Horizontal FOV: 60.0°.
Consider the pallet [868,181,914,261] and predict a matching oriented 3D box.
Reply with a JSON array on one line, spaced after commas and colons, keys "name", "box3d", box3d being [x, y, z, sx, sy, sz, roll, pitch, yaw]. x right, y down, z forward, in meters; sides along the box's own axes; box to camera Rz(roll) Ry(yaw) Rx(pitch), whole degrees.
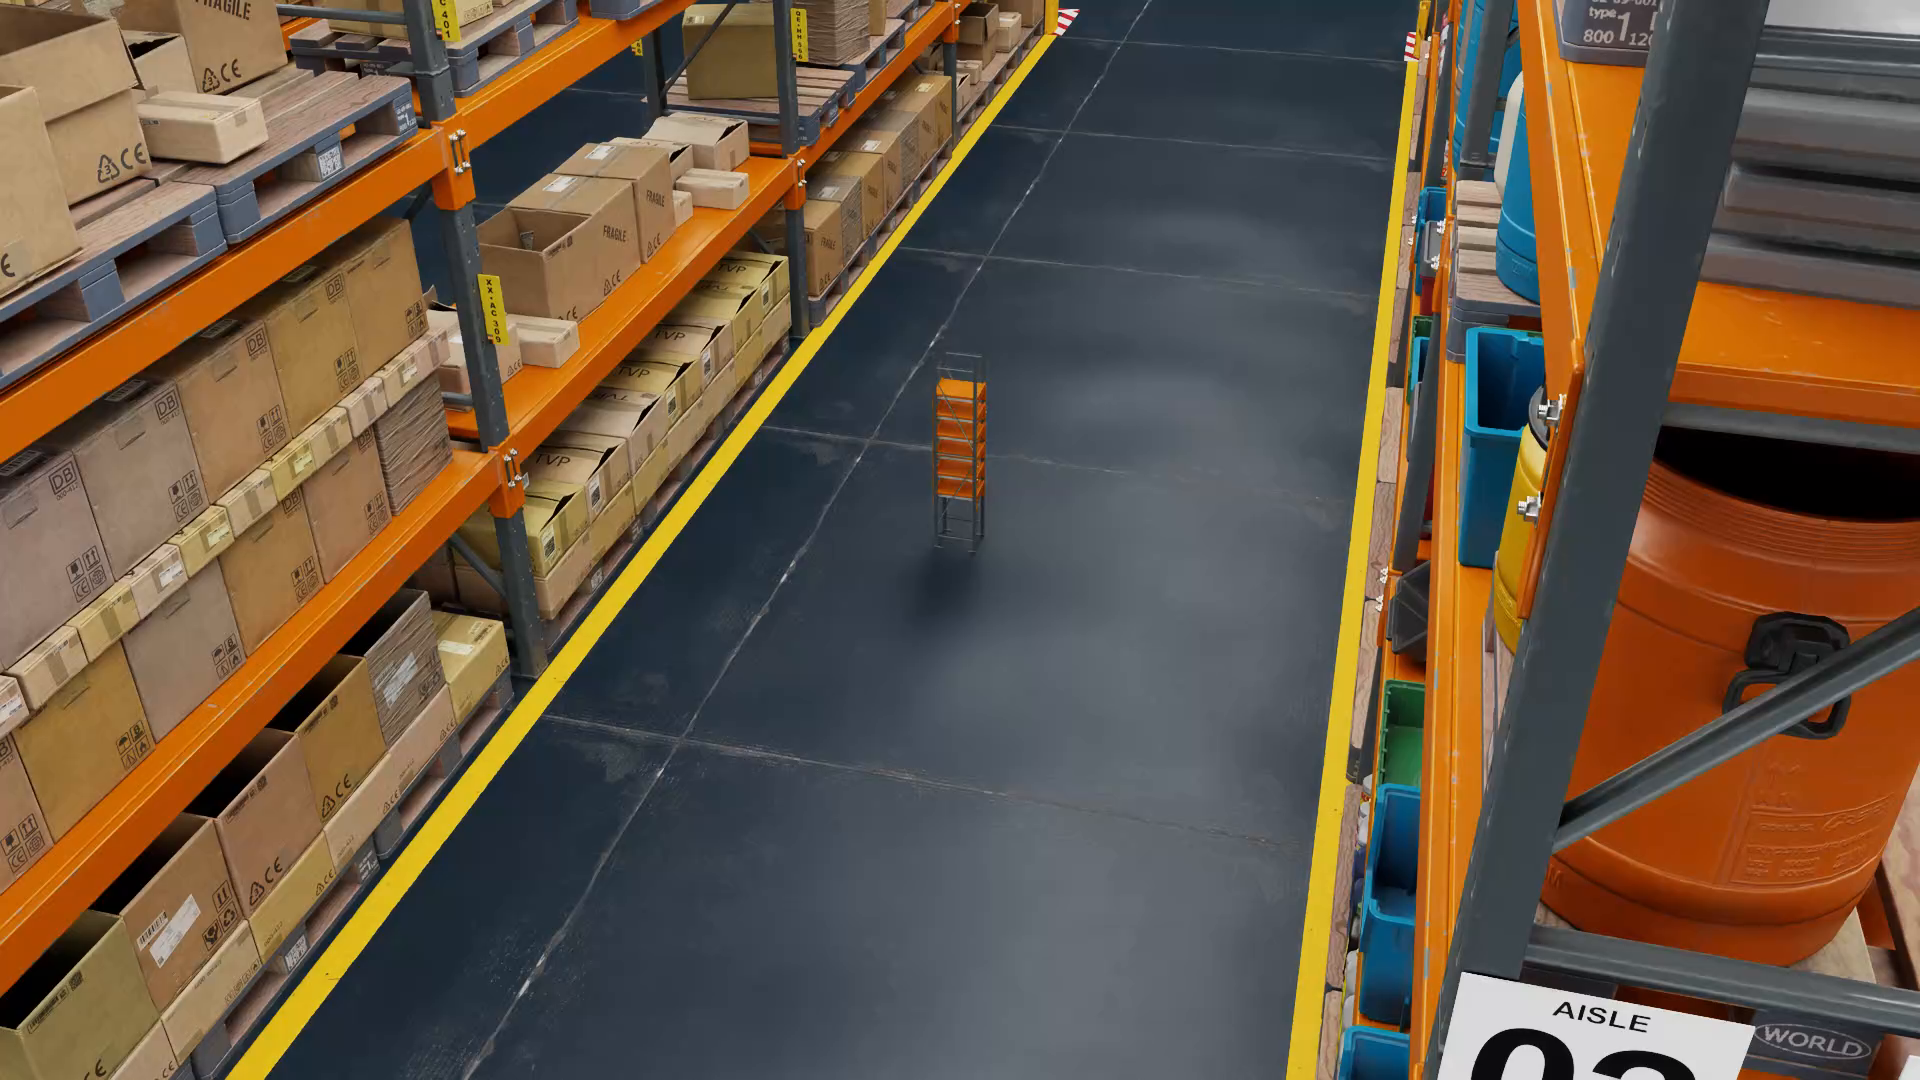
[{"name": "pallet", "box3d": [-1.005, -2.583, 13.187, 1.003, 0.211, 1.213, 8, 33, 12]}]

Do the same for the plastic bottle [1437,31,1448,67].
[{"name": "plastic bottle", "box3d": [3.628, -3.657, 12.396, 0.097, 0.271, 0.097, 0, 32, 0]}]

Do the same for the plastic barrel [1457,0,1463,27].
[{"name": "plastic barrel", "box3d": [2.663, -2.781, 7.703, 0.600, 0.830, 0.708, 8, 33, 12]}]

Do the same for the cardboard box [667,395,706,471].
[{"name": "cardboard box", "box3d": [-1.826, -0.661, 9.736, 0.500, 0.250, 0.500, 9, 33, 13]}]

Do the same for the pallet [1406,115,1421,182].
[{"name": "pallet", "box3d": [4.412, -3.356, 14.402, 1.003, 0.211, 1.213, 8, 33, 12]}]

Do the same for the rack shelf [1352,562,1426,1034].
[{"name": "rack shelf", "box3d": [1.725, 1.347, 5.076, 1.077, 0.370, 4.000, 8, 33, 12]}]

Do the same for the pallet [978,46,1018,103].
[{"name": "pallet", "box3d": [-0.045, -4.637, 16.417, 1.003, 0.211, 1.213, 8, 33, 12]}]

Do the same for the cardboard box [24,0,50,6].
[{"name": "cardboard box", "box3d": [-6.394, -3.738, 11.295, 0.380, 0.149, 0.250, 4, 33, 6]}]

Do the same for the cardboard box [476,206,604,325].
[{"name": "cardboard box", "box3d": [-2.214, -1.383, 8.606, 0.500, 0.500, 0.500, 10, 34, 16]}]

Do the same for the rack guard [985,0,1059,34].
[{"name": "rack guard", "box3d": [0.468, -5.804, 17.983, 1.175, 0.500, 0.348, 8, 33, 12]}]

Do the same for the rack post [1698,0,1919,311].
[{"name": "rack post", "box3d": [1.532, -0.615, 2.365, 0.937, 0.300, 0.954, 12, 34, 18]}]

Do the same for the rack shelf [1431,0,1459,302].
[{"name": "rack shelf", "box3d": [2.740, -1.995, 7.536, 1.077, 0.370, 4.000, 8, 33, 12]}]

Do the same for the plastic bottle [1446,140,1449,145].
[{"name": "plastic bottle", "box3d": [3.068, -2.482, 10.613, 0.097, 0.201, 0.097, 0, 32, 0]}]

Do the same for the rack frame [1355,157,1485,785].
[{"name": "rack frame", "box3d": [2.232, 0.005, 6.515, 1.000, 3.000, 0.127, 8, 33, 12]}]

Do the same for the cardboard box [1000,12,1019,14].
[{"name": "cardboard box", "box3d": [0.398, -5.374, 17.209, 0.380, 0.166, 0.250, 8, 33, 12]}]

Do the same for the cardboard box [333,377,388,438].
[{"name": "cardboard box", "box3d": [-2.549, -0.552, 6.695, 0.380, 0.149, 0.250, 7, 33, 11]}]

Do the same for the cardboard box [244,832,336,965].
[{"name": "cardboard box", "box3d": [-2.840, 1.362, 6.553, 0.500, 0.250, 0.500, 8, 33, 12]}]

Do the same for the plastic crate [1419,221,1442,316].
[{"name": "plastic crate", "box3d": [2.541, -1.300, 8.510, 0.402, 0.464, 0.583, 8, 33, 12]}]

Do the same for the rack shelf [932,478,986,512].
[{"name": "rack shelf", "box3d": [-0.004, -0.259, 9.139, 0.258, 0.103, 0.180, 8, 33, 12]}]

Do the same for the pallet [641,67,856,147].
[{"name": "pallet", "box3d": [-1.439, -3.027, 11.464, 1.213, 0.211, 1.003, 8, 33, 12]}]

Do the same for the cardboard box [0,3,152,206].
[{"name": "cardboard box", "box3d": [-3.098, -1.379, 5.279, 0.797, 0.503, 0.637, 12, 34, 18]}]

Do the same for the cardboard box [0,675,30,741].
[{"name": "cardboard box", "box3d": [-3.070, 0.517, 5.012, 0.380, 0.149, 0.250, 8, 33, 12]}]

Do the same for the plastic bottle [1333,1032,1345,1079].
[{"name": "plastic bottle", "box3d": [1.385, 1.833, 5.769, 0.152, 0.276, 0.135, 7, 33, 11]}]

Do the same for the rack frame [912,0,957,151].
[{"name": "rack frame", "box3d": [-0.528, -4.822, 14.109, 1.000, 3.000, 0.127, 8, 33, 12]}]

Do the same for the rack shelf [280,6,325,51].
[{"name": "rack shelf", "box3d": [-5.828, -4.153, 13.728, 1.077, 0.370, 4.000, 8, 33, 12]}]

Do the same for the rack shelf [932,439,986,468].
[{"name": "rack shelf", "box3d": [-0.004, -0.461, 9.010, 0.258, 0.103, 0.180, 8, 33, 12]}]

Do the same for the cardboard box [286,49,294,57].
[{"name": "cardboard box", "box3d": [-5.582, -3.948, 14.347, 0.750, 0.750, 0.750, 9, 34, 14]}]

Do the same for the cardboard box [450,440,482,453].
[{"name": "cardboard box", "box3d": [-2.607, -0.444, 8.872, 0.500, 0.311, 0.500, 9, 34, 14]}]

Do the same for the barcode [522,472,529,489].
[{"name": "barcode", "box3d": [-2.091, -0.283, 7.993, 0.001, 0.075, 0.075, 8, 33, 12]}]

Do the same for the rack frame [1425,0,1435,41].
[{"name": "rack frame", "box3d": [5.278, -6.222, 16.311, 1.000, 3.000, 0.127, 8, 33, 12]}]

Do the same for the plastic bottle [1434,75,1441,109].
[{"name": "plastic bottle", "box3d": [3.389, -3.153, 11.529, 0.144, 0.351, 0.185, 8, 33, 12]}]

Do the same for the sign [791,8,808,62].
[{"name": "sign", "box3d": [-1.005, -3.161, 10.417, 0.100, 0.325, 0.005, 8, 33, 12]}]

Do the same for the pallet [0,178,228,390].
[{"name": "pallet", "box3d": [-3.061, -0.822, 5.104, 1.003, 0.211, 1.213, 8, 33, 12]}]

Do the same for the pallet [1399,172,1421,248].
[{"name": "pallet", "box3d": [4.026, -2.574, 13.173, 1.003, 0.211, 1.213, 8, 33, 12]}]

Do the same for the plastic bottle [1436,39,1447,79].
[{"name": "plastic bottle", "box3d": [3.531, -3.504, 12.144, 0.061, 0.283, 0.133, 8, 33, 12]}]

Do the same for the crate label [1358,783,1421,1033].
[{"name": "crate label", "box3d": [1.423, 1.074, 4.801, 0.502, 0.435, 0.616, 8, 33, 12]}]

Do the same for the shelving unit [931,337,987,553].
[{"name": "shelving unit", "box3d": [-0.004, -0.499, 8.986, 0.258, 1.200, 0.189, 8, 33, 12]}]

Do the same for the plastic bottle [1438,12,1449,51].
[{"name": "plastic bottle", "box3d": [3.723, -3.895, 12.760, 0.061, 0.283, 0.133, 8, 33, 12]}]

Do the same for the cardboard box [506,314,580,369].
[{"name": "cardboard box", "box3d": [-2.135, -0.997, 8.326, 0.380, 0.149, 0.250, 8, 33, 12]}]

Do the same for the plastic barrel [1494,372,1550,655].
[{"name": "plastic barrel", "box3d": [1.384, -0.050, 3.240, 0.600, 0.588, 0.600, 0, 32, 0]}]

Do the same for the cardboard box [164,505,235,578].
[{"name": "cardboard box", "box3d": [-2.808, -0.020, 5.857, 0.380, 0.149, 0.250, 9, 34, 14]}]

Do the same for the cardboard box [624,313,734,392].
[{"name": "cardboard box", "box3d": [-1.694, -1.163, 10.001, 0.500, 0.311, 0.500, 8, 33, 12]}]

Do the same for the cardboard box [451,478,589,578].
[{"name": "cardboard box", "box3d": [-2.212, -0.105, 8.338, 0.500, 0.311, 0.500, 8, 33, 13]}]

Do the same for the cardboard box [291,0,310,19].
[{"name": "cardboard box", "box3d": [-5.576, -4.394, 13.651, 0.380, 0.149, 0.250, 9, 34, 14]}]

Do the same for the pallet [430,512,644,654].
[{"name": "pallet", "box3d": [-2.409, 0.118, 8.937, 1.003, 0.211, 1.213, 8, 33, 12]}]

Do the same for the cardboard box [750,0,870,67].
[{"name": "cardboard box", "box3d": [-1.075, -3.757, 11.949, 0.700, 0.500, 0.500, 14, 35, 21]}]

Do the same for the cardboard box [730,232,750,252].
[{"name": "cardboard box", "box3d": [-1.533, -2.395, 12.211, 0.500, 0.500, 0.500, 9, 34, 14]}]

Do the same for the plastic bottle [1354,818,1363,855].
[{"name": "plastic bottle", "box3d": [1.676, 1.212, 6.816, 0.097, 0.201, 0.097, 0, 32, 0]}]

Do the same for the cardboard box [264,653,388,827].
[{"name": "cardboard box", "box3d": [-2.726, 0.784, 6.763, 0.500, 0.500, 0.500, 8, 33, 12]}]

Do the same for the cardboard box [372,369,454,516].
[{"name": "cardboard box", "box3d": [-2.665, -0.482, 7.189, 0.700, 0.500, 0.500, 7, 33, 11]}]

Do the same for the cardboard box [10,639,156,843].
[{"name": "cardboard box", "box3d": [-3.182, 0.592, 5.499, 0.700, 0.500, 0.500, 8, 33, 13]}]

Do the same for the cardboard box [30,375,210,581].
[{"name": "cardboard box", "box3d": [-3.047, -0.248, 5.612, 0.700, 0.500, 0.500, 8, 33, 12]}]

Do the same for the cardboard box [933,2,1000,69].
[{"name": "cardboard box", "box3d": [-0.056, -4.930, 16.196, 0.797, 0.503, 0.637, 8, 33, 12]}]

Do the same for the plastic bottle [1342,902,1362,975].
[{"name": "plastic bottle", "box3d": [1.496, 1.506, 6.276, 0.061, 0.283, 0.133, 9, 34, 15]}]

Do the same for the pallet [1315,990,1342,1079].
[{"name": "pallet", "box3d": [1.714, 2.160, 5.725, 1.003, 0.211, 1.213, 8, 33, 12]}]

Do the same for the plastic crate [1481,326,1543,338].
[{"name": "plastic crate", "box3d": [1.568, -0.389, 4.538, 0.336, 0.188, 0.450, 8, 33, 12]}]

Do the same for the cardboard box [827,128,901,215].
[{"name": "cardboard box", "box3d": [-0.764, -2.878, 12.971, 0.500, 0.500, 0.500, 7, 33, 11]}]

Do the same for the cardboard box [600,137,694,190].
[{"name": "cardboard box", "box3d": [-1.957, -2.271, 10.180, 0.500, 0.311, 0.500, 8, 33, 12]}]

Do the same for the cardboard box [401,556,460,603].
[{"name": "cardboard box", "box3d": [-2.733, 0.058, 8.605, 0.500, 0.250, 0.500, 8, 33, 12]}]
